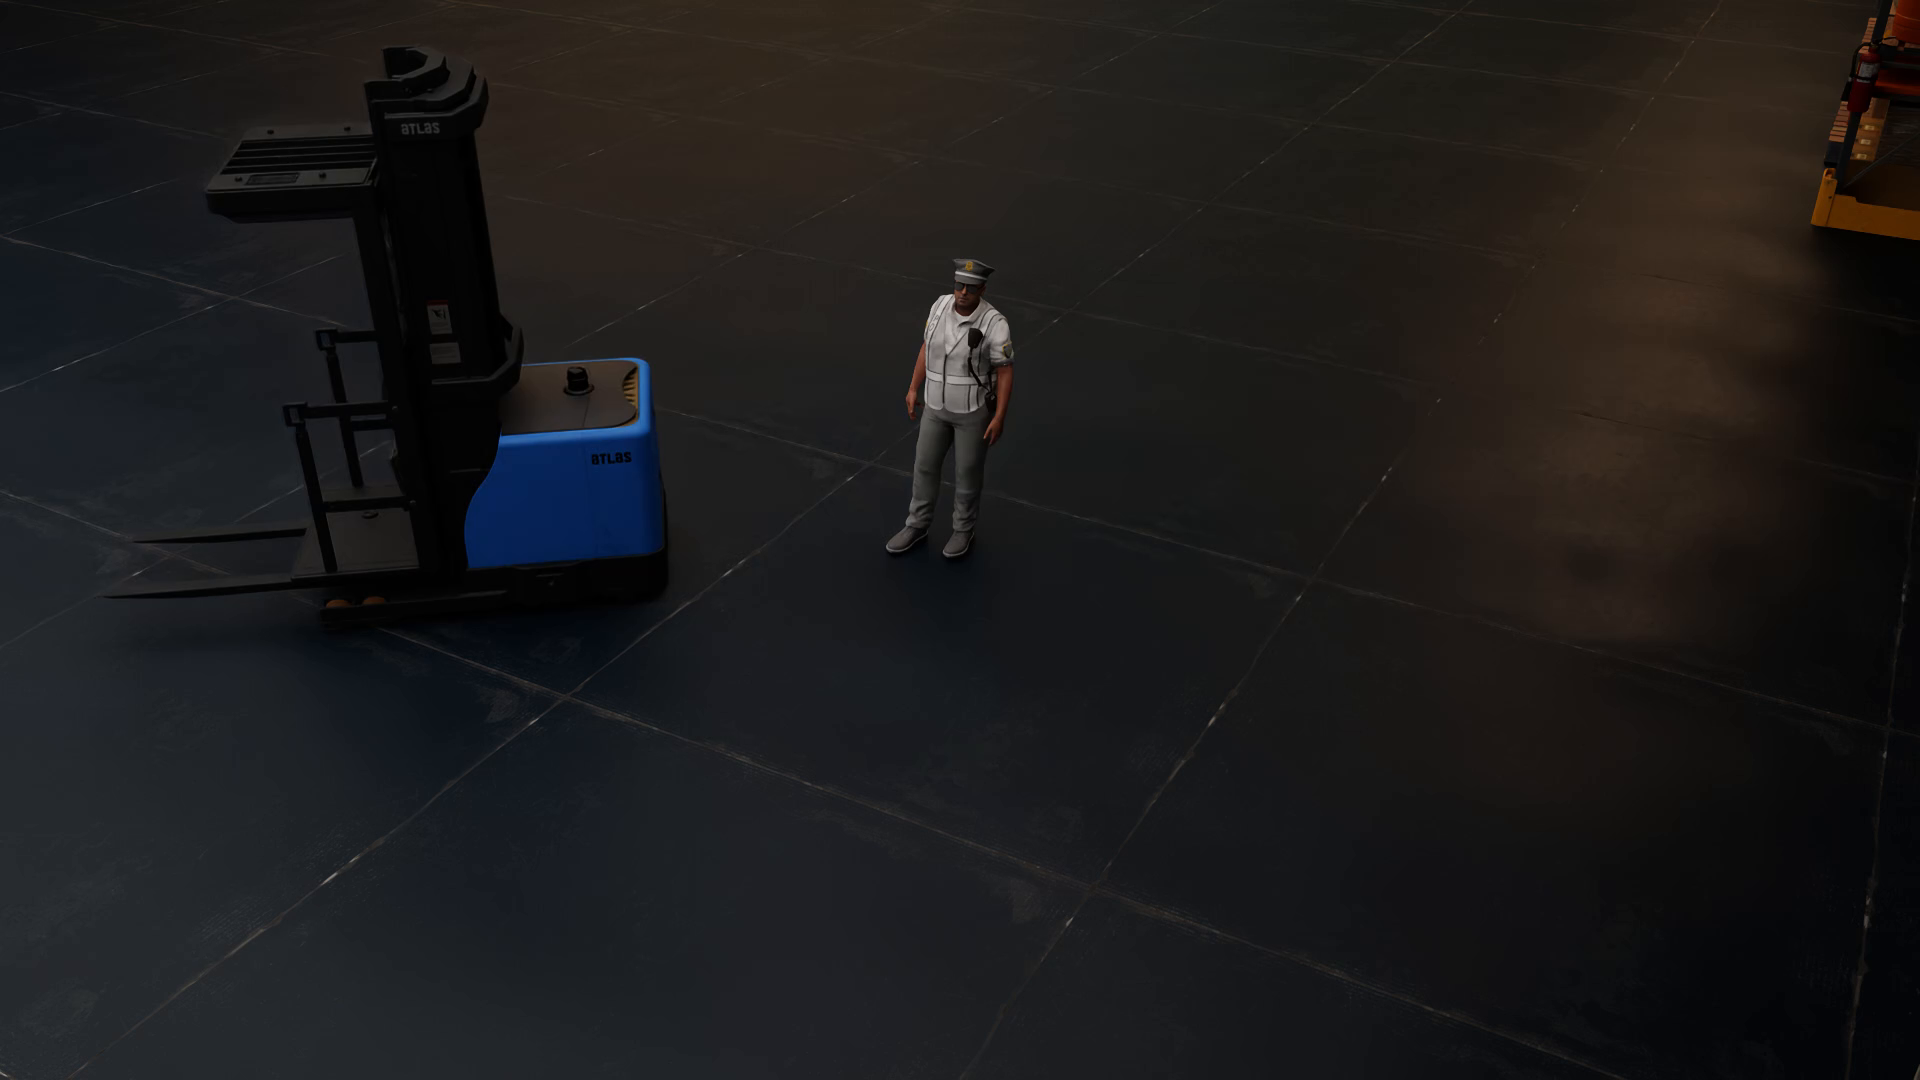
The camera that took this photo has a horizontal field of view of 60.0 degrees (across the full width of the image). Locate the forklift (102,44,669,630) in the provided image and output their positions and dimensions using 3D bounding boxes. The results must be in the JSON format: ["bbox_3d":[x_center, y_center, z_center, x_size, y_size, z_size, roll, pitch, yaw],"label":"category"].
[{"bbox_3d":[-3.221,-1.059,8.906,3.031,2.935,1.130,-5,30,-8],"label":"forklift"}]

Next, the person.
[{"bbox_3d":[-0.048,-0.747,9.500,0.640,1.781,0.575,15,33,25],"label":"person"}]
